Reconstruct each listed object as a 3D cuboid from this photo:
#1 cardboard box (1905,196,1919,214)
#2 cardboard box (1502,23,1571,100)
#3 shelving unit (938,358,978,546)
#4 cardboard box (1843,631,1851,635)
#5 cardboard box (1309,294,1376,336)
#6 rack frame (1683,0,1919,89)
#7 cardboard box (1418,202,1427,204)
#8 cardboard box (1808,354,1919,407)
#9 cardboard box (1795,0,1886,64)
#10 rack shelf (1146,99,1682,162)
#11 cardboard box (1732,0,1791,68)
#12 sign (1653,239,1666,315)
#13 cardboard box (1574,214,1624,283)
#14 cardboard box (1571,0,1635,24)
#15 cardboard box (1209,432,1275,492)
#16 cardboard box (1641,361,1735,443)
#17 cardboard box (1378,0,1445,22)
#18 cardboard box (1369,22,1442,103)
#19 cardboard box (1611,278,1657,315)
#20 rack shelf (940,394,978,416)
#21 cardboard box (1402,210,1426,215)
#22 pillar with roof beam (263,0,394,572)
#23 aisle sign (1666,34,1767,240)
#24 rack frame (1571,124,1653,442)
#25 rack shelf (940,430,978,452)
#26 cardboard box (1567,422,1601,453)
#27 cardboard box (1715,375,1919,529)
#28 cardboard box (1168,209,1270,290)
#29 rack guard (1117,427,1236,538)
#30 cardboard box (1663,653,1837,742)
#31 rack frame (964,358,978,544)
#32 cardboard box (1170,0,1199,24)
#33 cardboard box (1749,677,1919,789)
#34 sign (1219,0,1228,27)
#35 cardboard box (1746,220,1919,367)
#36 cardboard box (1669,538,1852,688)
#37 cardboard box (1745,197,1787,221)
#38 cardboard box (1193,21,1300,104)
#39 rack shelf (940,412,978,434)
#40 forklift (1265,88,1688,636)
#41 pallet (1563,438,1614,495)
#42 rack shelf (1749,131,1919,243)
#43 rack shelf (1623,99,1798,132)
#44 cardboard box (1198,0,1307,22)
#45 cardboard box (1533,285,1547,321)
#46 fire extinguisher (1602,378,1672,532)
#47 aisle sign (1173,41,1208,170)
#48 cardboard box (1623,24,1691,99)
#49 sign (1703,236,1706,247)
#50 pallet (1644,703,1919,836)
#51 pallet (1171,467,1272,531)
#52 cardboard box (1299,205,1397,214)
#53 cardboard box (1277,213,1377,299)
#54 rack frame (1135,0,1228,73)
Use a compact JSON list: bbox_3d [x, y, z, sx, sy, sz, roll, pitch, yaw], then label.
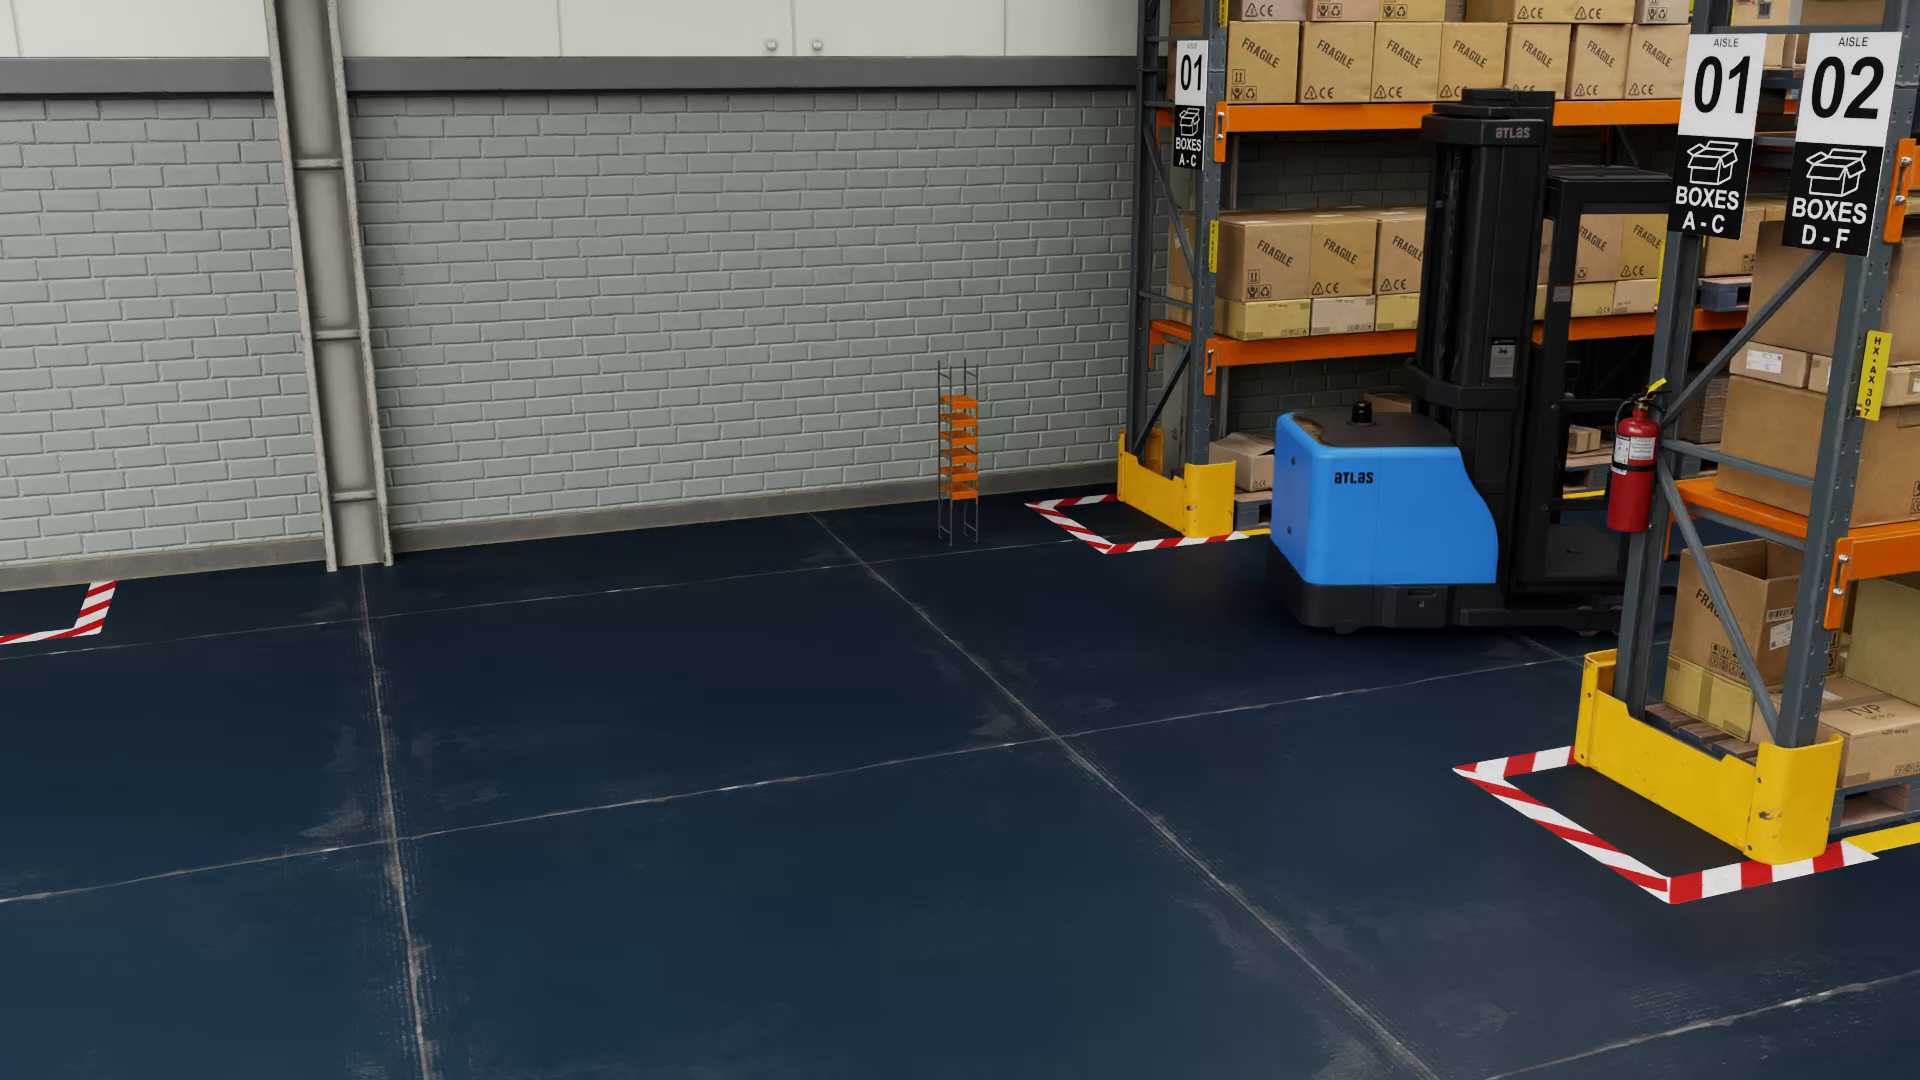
[{"bbox_3d":[7.305,-2.492,13.301,0.500,0.500,0.700,-6,17,-20],"label":"cardboard box"},{"bbox_3d":[3.796,-3.278,11.401,0.500,0.500,0.500,-7,18,-22],"label":"cardboard box"},{"bbox_3d":[-0.014,-0.574,10.924,0.189,1.200,0.258,-6,17,-20],"label":"shelving unit"},{"bbox_3d":[4.525,0.577,7.945,0.500,0.250,0.500,-6,17,-20],"label":"cardboard box"},{"bbox_3d":[2.474,-1.567,11.341,0.500,0.250,0.500,-7,18,-22],"label":"cardboard box"},{"bbox_3d":[3.201,-3.183,5.966,0.127,3.000,1.000,-6,17,-20],"label":"rack frame"},{"bbox_3d":[3.695,-2.216,12.220,0.500,0.500,0.500,-6,17,-19],"label":"cardboard box"},{"bbox_3d":[3.645,-0.647,6.648,0.250,0.149,0.380,-6,18,-20],"label":"cardboard box"},{"bbox_3d":[3.739,-2.119,6.489,0.637,0.503,0.797,-5,17,-16],"label":"cardboard box"},{"bbox_3d":[3.293,-2.903,11.614,4.000,0.370,1.077,-6,17,-20],"label":"rack shelf"},{"bbox_3d":[5.699,-3.734,12.242,0.500,0.500,0.500,-4,17,-12],"label":"cardboard box"},{"bbox_3d":[3.020,-1.118,7.106,0.005,0.325,0.100,-6,17,-20],"label":"sign"},{"bbox_3d":[4.365,-2.127,11.919,0.500,0.500,0.500,-6,17,-20],"label":"cardboard box"},{"bbox_3d":[4.279,-3.807,11.428,0.500,0.500,0.500,-5,17,-17],"label":"cardboard box"},{"bbox_3d":[2.103,-0.575,11.723,0.500,0.311,0.500,-8,18,-26],"label":"cardboard box"},{"bbox_3d":[5.842,-1.101,13.180,0.500,0.500,0.700,-6,17,-18],"label":"cardboard box"},{"bbox_3d":[2.833,-3.651,10.896,0.500,0.500,0.500,-6,17,-19],"label":"cardboard box"},{"bbox_3d":[2.825,-3.170,11.034,0.500,0.500,0.500,-5,17,-18],"label":"cardboard box"},{"bbox_3d":[4.826,-1.821,12.206,0.500,0.250,0.500,-6,17,-20],"label":"cardboard box"},{"bbox_3d":[-0.014,-0.877,10.835,0.180,0.103,0.258,-6,17,-20],"label":"rack shelf"},{"bbox_3d":[3.406,-2.027,11.576,0.500,0.500,0.500,-6,17,-18],"label":"cardboard box"},{"bbox_3d":[-2.293,-3.047,5.502,0.400,9.000,9.100,-6,17,-20],"label":"pillar with roof beam"},{"bbox_3d":[3.035,-1.623,6.686,0.004,0.787,0.394,-6,17,-20],"label":"aisle sign"},{"bbox_3d":[5.160,-2.011,12.622,0.127,3.000,1.000,-6,17,-20],"label":"rack frame"},{"bbox_3d":[-0.014,-0.647,10.903,0.180,0.103,0.258,-6,17,-20],"label":"rack shelf"},{"bbox_3d":[4.671,-0.801,12.749,0.250,0.166,0.380,-9,18,-27],"label":"cardboard box"},{"bbox_3d":[3.642,-0.396,6.946,0.500,0.500,0.700,-6,17,-20],"label":"cardboard box"},{"bbox_3d":[1.789,-2.008,11.514,0.500,0.500,0.500,-6,18,-21],"label":"cardboard box"},{"bbox_3d":[1.496,-0.416,11.627,0.348,0.500,1.175,-6,17,-20],"label":"rack guard"},{"bbox_3d":[3.596,0.681,7.589,0.500,0.250,0.500,-6,17,-20],"label":"cardboard box"},{"bbox_3d":[0.072,-0.583,10.956,0.006,1.200,0.240,-6,17,-20],"label":"rack frame"},{"bbox_3d":[1.734,-3.696,11.051,0.500,0.500,0.500,-5,17,-18],"label":"cardboard box"},{"bbox_3d":[3.782,0.818,7.125,0.500,0.250,0.500,-6,17,-20],"label":"cardboard box"},{"bbox_3d":[1.619,-3.323,10.217,0.005,0.325,0.100,-6,17,-20],"label":"sign"},{"bbox_3d":[3.691,-1.024,6.782,0.500,0.500,0.700,-6,17,-20],"label":"cardboard box"},{"bbox_3d":[3.595,0.321,7.485,0.500,0.500,0.500,-6,17,-20],"label":"cardboard box"},{"bbox_3d":[6.172,-2.367,12.876,0.500,0.500,0.700,-4,17,-14],"label":"cardboard box"},{"bbox_3d":[1.827,-3.072,10.700,0.500,0.500,0.500,-6,17,-19],"label":"cardboard box"},{"bbox_3d":[-0.014,-0.762,10.869,0.180,0.103,0.258,-6,17,-20],"label":"rack shelf"},{"bbox_3d":[3.388,-1.019,9.367,3.031,2.935,1.130,-1,16,-2],"label":"forklift"},{"bbox_3d":[4.546,-0.596,12.753,1.213,0.211,1.003,-6,17,-20],"label":"pallet"},{"bbox_3d":[5.069,-1.600,7.177,4.000,0.370,1.077,-6,17,-20],"label":"rack shelf"},{"bbox_3d":[7.028,-3.307,12.987,4.000,0.370,1.077,-6,17,-20],"label":"rack shelf"},{"bbox_3d":[1.872,-3.559,10.583,0.500,0.500,0.500,-8,18,-24],"label":"cardboard box"},{"bbox_3d":[3.894,-1.718,11.856,0.500,0.250,0.500,-6,17,-20],"label":"cardboard box"},{"bbox_3d":[2.925,-0.378,7.198,0.183,0.674,0.296,-6,17,-20],"label":"fire extinguisher"},{"bbox_3d":[1.465,-2.769,10.589,0.004,0.787,0.394,-6,17,-20],"label":"aisle sign"},{"bbox_3d":[4.775,-3.391,11.787,0.500,0.500,0.500,-6,17,-19],"label":"cardboard box"},{"bbox_3d":[5.362,-2.284,12.017,0.005,0.325,0.100,-6,17,-20],"label":"sign"},{"bbox_3d":[3.900,0.945,7.505,1.213,0.211,1.003,-6,17,-20],"label":"pallet"},{"bbox_3d":[2.267,-0.350,11.915,1.213,0.211,1.003,-6,17,-20],"label":"pallet"},{"bbox_3d":[2.744,-2.110,11.859,0.500,0.500,0.500,-7,18,-22],"label":"cardboard box"},{"bbox_3d":[2.444,-1.921,11.217,0.500,0.500,0.500,-6,17,-20],"label":"cardboard box"},{"bbox_3d":[1.425,-4.486,10.403,0.127,3.000,1.000,-6,17,-20],"label":"rack frame"}]
